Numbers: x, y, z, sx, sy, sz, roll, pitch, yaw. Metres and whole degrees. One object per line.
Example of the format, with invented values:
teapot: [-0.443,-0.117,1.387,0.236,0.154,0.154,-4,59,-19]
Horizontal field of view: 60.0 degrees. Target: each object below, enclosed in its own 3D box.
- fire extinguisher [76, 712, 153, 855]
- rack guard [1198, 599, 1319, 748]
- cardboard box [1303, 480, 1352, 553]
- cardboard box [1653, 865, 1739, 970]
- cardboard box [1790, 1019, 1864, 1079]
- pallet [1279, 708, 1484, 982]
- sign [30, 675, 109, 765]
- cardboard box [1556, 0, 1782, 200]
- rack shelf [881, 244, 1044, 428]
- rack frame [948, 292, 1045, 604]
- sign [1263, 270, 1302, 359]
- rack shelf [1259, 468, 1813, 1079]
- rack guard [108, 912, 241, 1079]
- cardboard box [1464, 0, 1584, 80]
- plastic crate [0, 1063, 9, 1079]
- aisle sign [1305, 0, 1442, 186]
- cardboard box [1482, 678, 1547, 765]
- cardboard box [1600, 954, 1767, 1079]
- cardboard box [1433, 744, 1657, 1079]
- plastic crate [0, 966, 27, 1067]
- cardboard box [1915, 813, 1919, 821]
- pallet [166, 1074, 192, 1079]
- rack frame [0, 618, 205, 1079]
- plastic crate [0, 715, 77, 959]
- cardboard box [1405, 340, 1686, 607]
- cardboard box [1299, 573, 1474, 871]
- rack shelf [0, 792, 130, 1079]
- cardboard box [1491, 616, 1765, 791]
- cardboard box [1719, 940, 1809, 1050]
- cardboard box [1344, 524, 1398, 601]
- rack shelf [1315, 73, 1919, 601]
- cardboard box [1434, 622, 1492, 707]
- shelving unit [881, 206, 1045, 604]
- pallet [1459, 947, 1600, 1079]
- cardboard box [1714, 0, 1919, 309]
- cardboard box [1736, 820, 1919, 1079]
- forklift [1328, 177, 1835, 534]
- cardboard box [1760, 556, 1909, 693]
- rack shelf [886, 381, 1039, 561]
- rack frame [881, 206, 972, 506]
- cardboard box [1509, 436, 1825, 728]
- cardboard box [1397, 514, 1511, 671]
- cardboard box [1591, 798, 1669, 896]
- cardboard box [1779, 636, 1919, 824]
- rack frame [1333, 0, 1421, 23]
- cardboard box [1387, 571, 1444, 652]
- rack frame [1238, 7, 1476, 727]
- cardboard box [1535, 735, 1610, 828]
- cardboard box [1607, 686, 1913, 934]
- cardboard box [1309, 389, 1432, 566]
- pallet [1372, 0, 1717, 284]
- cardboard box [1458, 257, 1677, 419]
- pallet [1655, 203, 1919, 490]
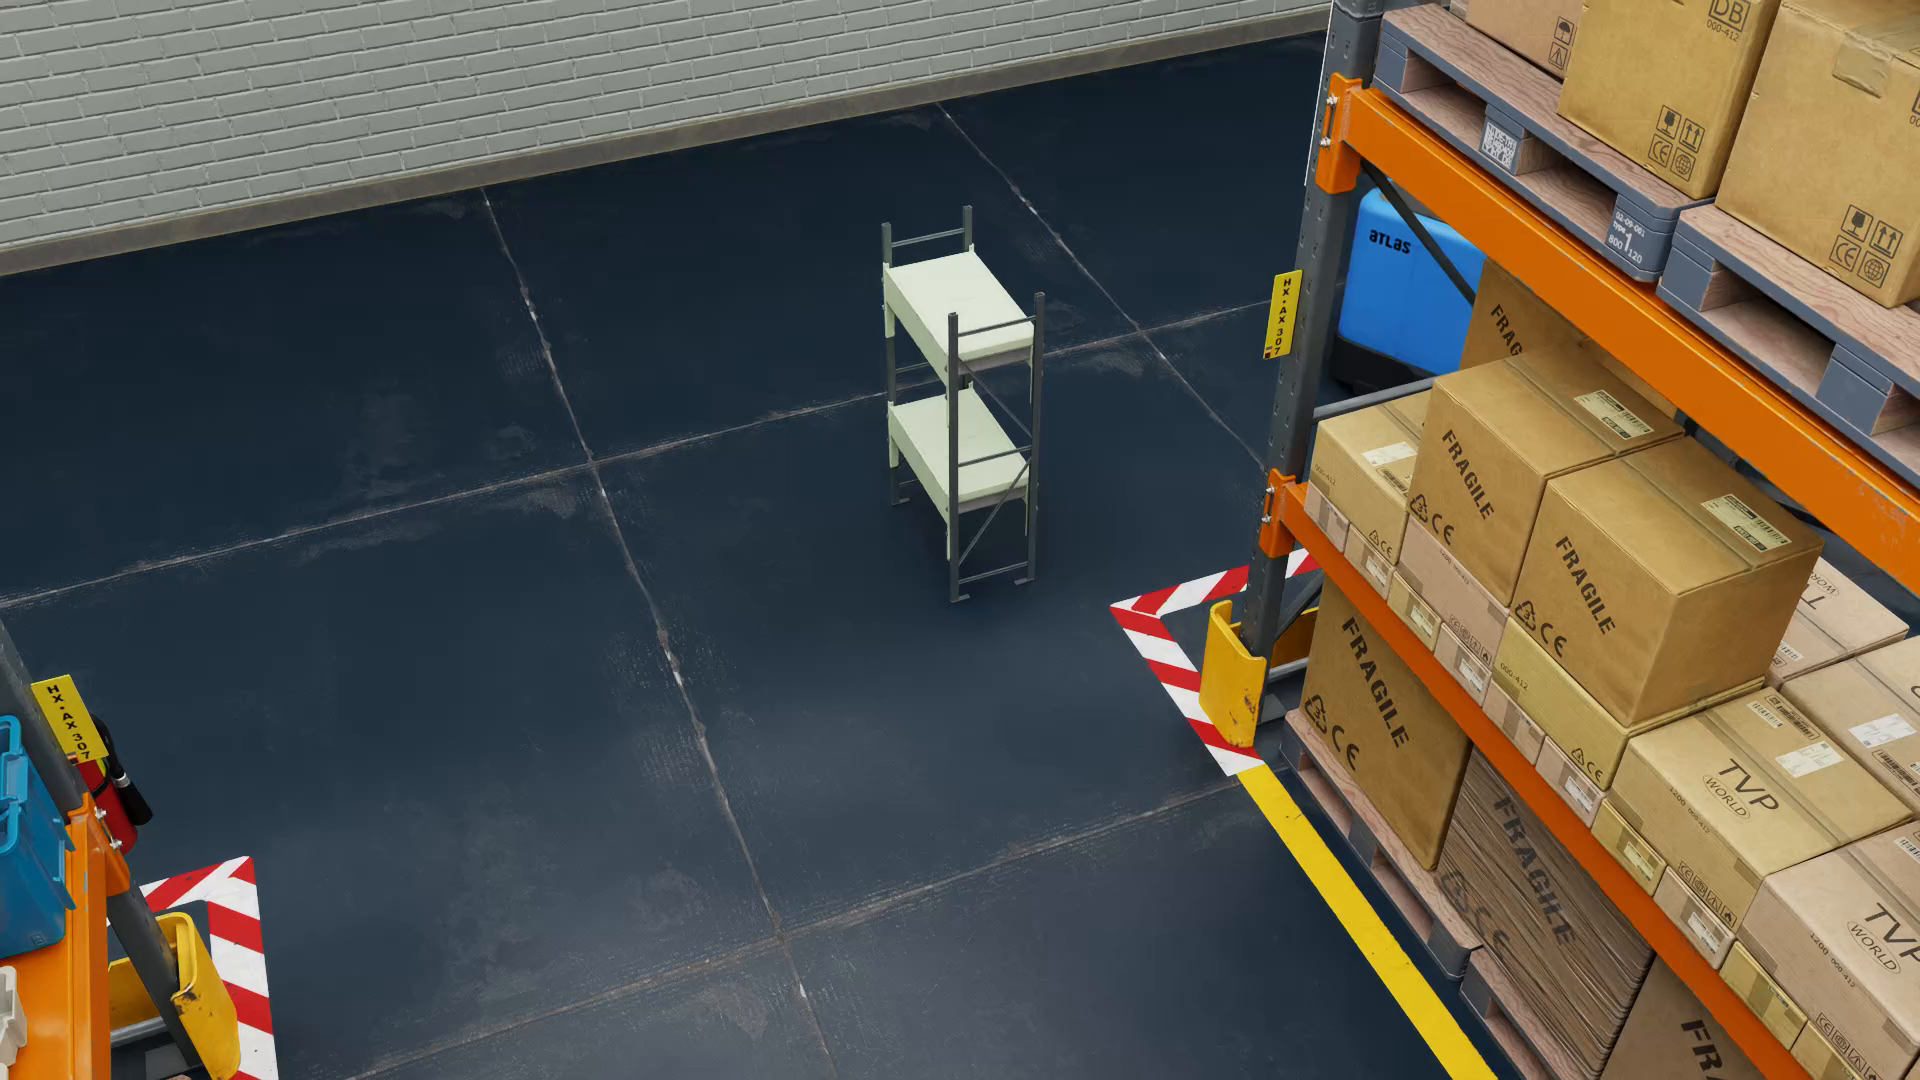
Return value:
fire extinguisher: [-2.630,0.681,4.921,0.296,0.674,0.183,-15,43,-17]
rack guard: [1.575,0.413,6.805,1.175,0.500,0.348,-15,43,-17]
cardboard box: [1.415,-0.129,5.711,0.380,0.149,0.250,-15,43,-16]
cardboard box: [2.106,0.955,4.451,0.380,0.149,0.250,-14,43,-16]
cardboard box: [2.301,1.262,4.093,0.380,0.149,0.250,-14,43,-16]
pallet: [1.962,0.999,6.345,1.003,0.211,1.213,-15,43,-17]
sign: [-2.490,0.506,4.654,0.100,0.325,0.005,-15,43,-17]
cardboard box: [1.936,-1.224,4.015,0.700,0.500,0.500,-17,43,-18]
rack shelf: [0.003,-0.861,6.920,0.431,0.370,0.720,-15,43,-17]
rack frame: [0.143,-0.344,6.919,0.400,1.500,0.023,-15,43,-17]
sign: [1.069,-0.744,5.509,0.100,0.325,0.005,-15,43,-17]
rack shelf: [2.349,0.957,4.807,1.077,0.370,4.000,-15,43,-17]
rack guard: [-3.014,1.652,5.365,1.175,0.500,0.348,-15,43,-17]
cardboard box: [1.832,-1.593,4.445,0.700,0.500,0.500,-18,44,-19]
plastic crate: [-2.416,1.416,3.877,0.396,0.136,0.243,-15,43,-17]
aisle sign: [1.279,-1.475,5.089,0.394,0.787,0.004,-15,43,-17]
cardboard box: [1.810,0.489,4.992,0.380,0.149,0.250,-16,43,-18]
cardboard box: [2.591,1.576,4.843,0.875,0.875,0.875,-15,43,-17]
cardboard box: [2.251,1.040,5.467,0.875,0.875,0.875,-15,43,-17]
plastic crate: [-2.513,1.238,4.084,0.396,0.136,0.243,-15,43,-17]
cardboard box: [2.787,0.873,4.240,0.500,0.250,0.500,-14,43,-16]
pallet: [-2.713,2.279,4.857,1.003,0.211,1.213,-15,43,-17]
rack frame: [-2.992,0.715,4.537,1.000,3.000,0.127,-15,43,-17]
plastic crate: [-2.692,0.834,4.325,0.616,0.435,0.499,-15,43,-17]
cardboard box: [1.709,-0.203,4.916,0.500,0.500,0.500,-16,43,-18]
cardboard box: [1.903,0.491,6.104,0.875,0.875,0.875,-15,43,-17]
rack shelf: [-2.227,2.193,3.370,1.077,0.370,4.000,-15,43,-17]
cardboard box: [1.912,0.395,4.796,0.500,0.250,0.500,-16,43,-18]
cardboard box: [2.203,1.108,4.272,0.380,0.149,0.250,-16,43,-18]
cardboard box: [1.514,0.025,5.532,0.380,0.149,0.250,-16,43,-17]
rack shelf: [2.349,-0.180,3.829,1.077,0.370,4.000,-15,43,-17]
cardboard box: [1.713,0.336,5.170,0.380,0.149,0.250,-16,43,-18]
shelving unit: [0.003,-0.565,7.175,0.431,1.500,0.755,-15,43,-17]
pallet: [2.425,1.733,5.492,1.003,0.211,1.213,-15,43,-17]
cardboard box: [2.179,-0.925,3.667,0.700,0.500,0.500,-18,44,-20]
cardboard box: [2.307,1.014,4.076,0.500,0.250,0.500,-14,43,-16]
forklift: [3.369,-1.574,7.251,3.031,2.935,1.130,27,48,28]
cardboard box: [2.403,0.261,4.951,0.500,0.250,0.500,-17,43,-18]
rack shelf: [0.003,-0.317,7.387,0.431,0.370,0.720,-15,43,-17]
rack frame: [-0.137,-0.785,7.431,0.400,1.500,0.023,-15,43,-17]
cardboard box: [1.913,0.107,4.555,0.500,0.500,0.500,-16,43,-18]
cardboard box: [1.723,0.091,5.149,0.500,0.250,0.500,-16,43,-17]
cardboard box: [2.004,0.797,4.634,0.380,0.149,0.250,-16,43,-18]
cardboard box: [2.606,0.574,4.587,0.500,0.250,0.500,-15,43,-17]
rack frame: [1.584,-2.795,4.017,1.000,3.000,0.127,-15,43,-17]
cardboard box: [1.612,0.179,5.352,0.380,0.149,0.250,-16,43,-18]
rack frame: [1.584,-0.521,5.973,1.000,3.000,0.127,-15,43,-17]
cardboard box: [1.909,0.645,4.811,0.380,0.149,0.250,-16,43,-17]
cardboard box: [2.116,0.708,4.432,0.500,0.250,0.500,-16,43,-18]
cardboard box: [1.518,-0.220,5.511,0.500,0.250,0.500,-16,43,-18]
pallet: [1.877,-1.180,4.508,1.003,0.211,1.213,-15,43,-17]
cardboard box: [2.013,-0.633,5.416,0.500,0.500,0.500,-15,43,-16]
pallet: [2.348,-0.444,3.652,1.003,0.211,1.213,-15,43,-17]
